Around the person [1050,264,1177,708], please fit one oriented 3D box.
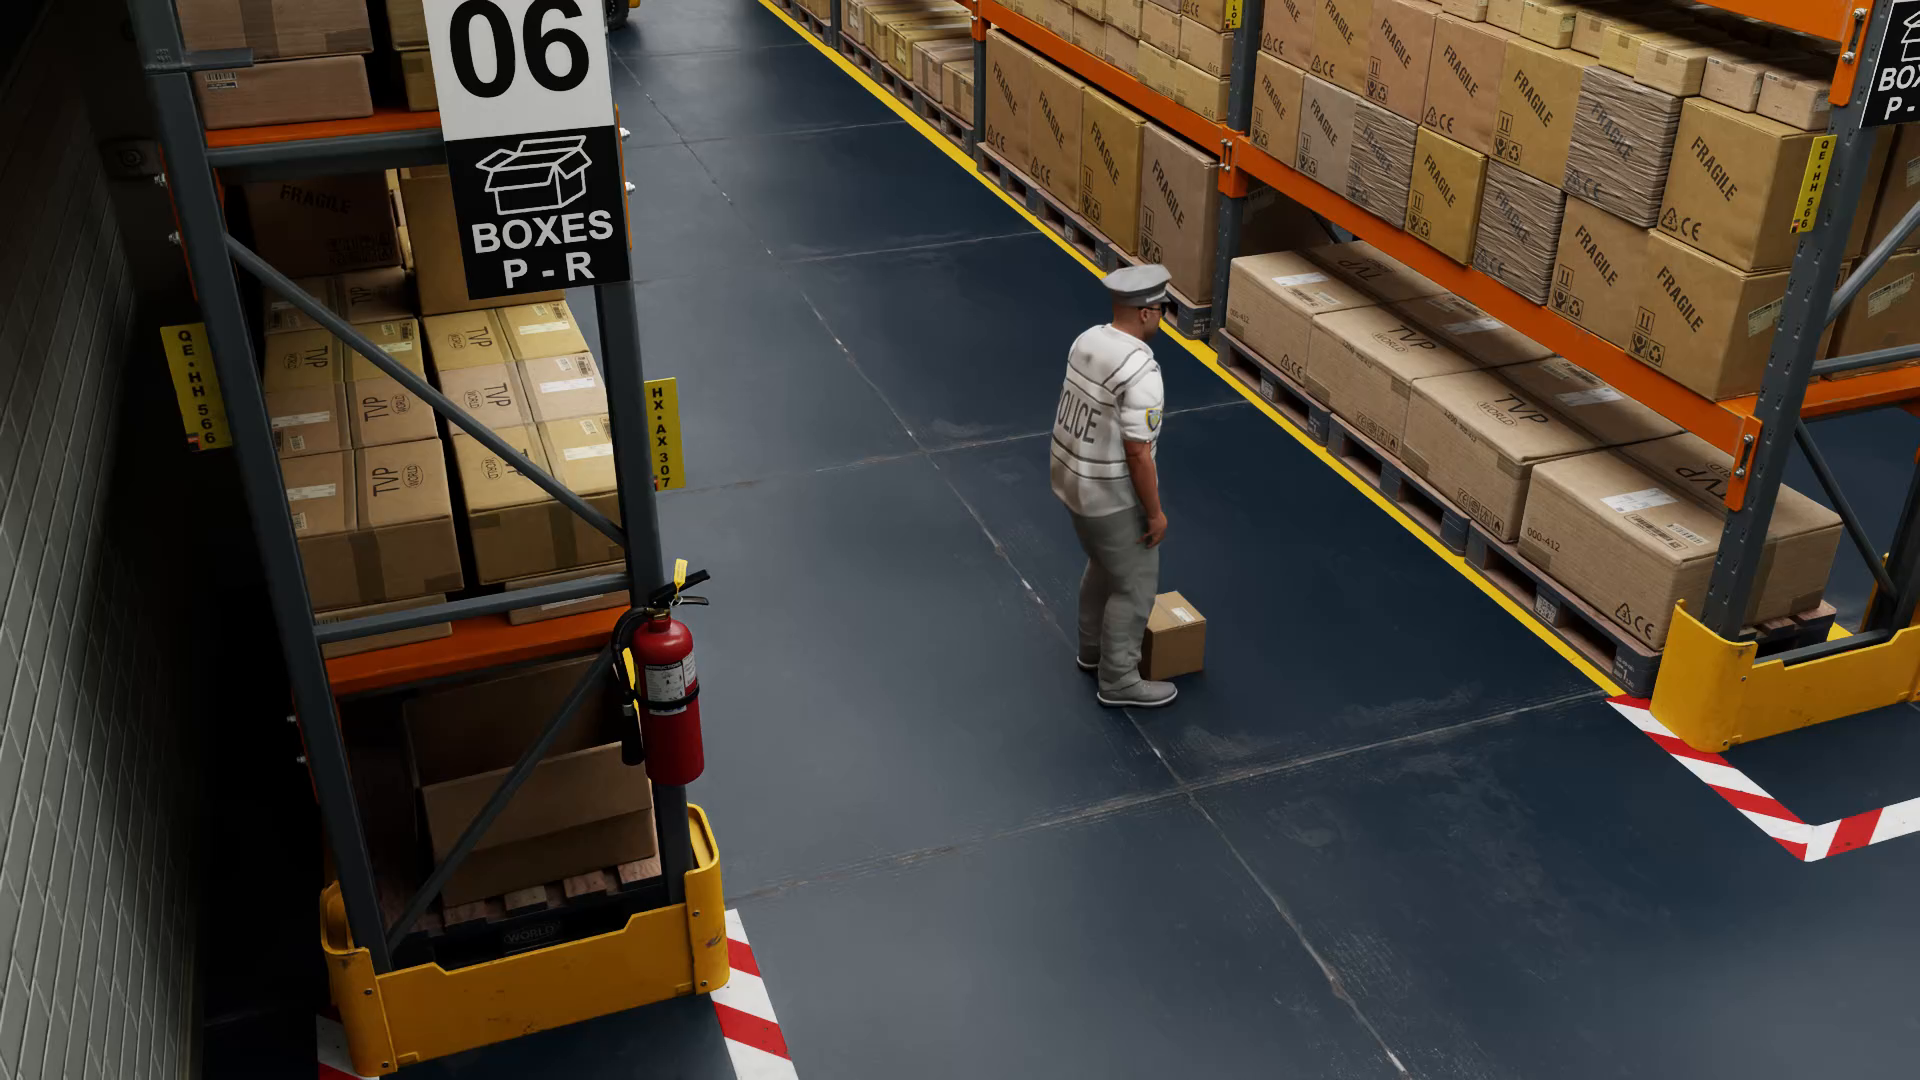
[{"bbox_3d":[0.610,-0.203,6.477,0.479,1.747,0.605,-12,32,-21],"label":"person"}]
